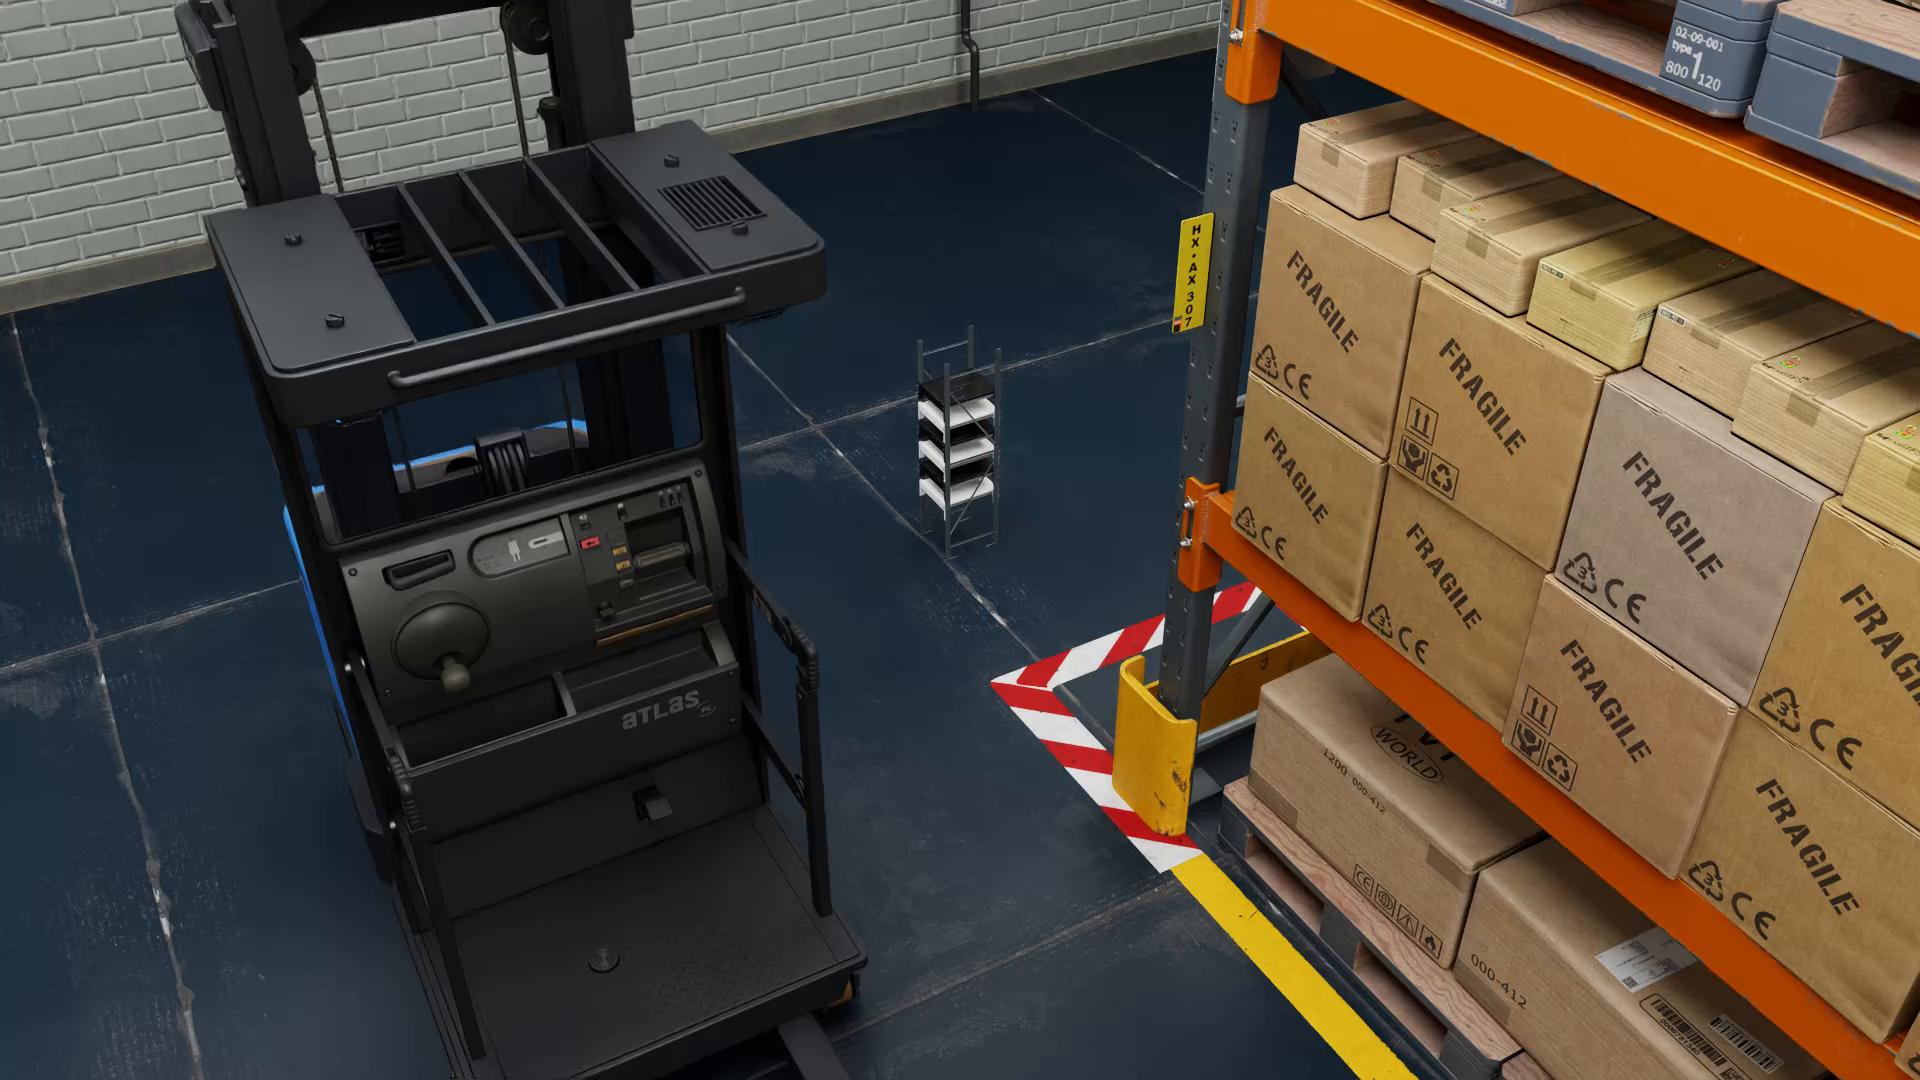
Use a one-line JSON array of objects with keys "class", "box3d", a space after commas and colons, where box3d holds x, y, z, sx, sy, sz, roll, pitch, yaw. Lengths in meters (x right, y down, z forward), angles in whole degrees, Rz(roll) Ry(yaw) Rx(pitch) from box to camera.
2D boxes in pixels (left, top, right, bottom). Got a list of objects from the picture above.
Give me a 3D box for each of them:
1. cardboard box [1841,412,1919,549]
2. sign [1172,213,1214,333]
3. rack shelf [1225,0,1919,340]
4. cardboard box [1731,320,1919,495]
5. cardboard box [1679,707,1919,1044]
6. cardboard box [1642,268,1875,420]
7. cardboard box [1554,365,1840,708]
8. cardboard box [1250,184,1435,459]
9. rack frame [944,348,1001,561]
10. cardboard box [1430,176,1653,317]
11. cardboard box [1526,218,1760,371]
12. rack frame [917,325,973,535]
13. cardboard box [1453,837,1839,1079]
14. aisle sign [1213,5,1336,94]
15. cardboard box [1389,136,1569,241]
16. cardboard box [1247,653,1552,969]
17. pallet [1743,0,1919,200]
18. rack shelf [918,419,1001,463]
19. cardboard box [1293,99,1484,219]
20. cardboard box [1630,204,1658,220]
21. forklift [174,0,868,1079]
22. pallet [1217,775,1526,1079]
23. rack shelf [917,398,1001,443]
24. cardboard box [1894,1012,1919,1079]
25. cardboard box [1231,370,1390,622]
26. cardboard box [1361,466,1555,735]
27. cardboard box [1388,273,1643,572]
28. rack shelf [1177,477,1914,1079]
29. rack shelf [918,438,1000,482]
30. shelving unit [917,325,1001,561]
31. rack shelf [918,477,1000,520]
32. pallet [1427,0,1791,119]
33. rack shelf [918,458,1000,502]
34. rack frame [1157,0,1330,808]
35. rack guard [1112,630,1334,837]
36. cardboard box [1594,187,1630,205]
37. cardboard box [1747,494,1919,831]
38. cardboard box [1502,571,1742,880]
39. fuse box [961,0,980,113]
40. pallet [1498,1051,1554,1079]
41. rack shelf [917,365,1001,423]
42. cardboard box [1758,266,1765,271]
[{"class": "cardboard box", "box3d": [1.774, -0.116, 2.884, 0.380, 0.149, 0.250, -20, 41, -25]}, {"class": "sign", "box3d": [0.610, -0.697, 4.360, 0.100, 0.325, 0.005, -19, 40, -24]}, {"class": "rack shelf", "box3d": [2.097, -0.377, 2.790, 1.077, 0.370, 4.000, -19, 40, -24]}, {"class": "cardboard box", "box3d": [1.671, -0.254, 3.072, 0.380, 0.149, 0.250, -19, 40, -24]}, {"class": "cardboard box", "box3d": [1.870, 0.578, 3.331, 0.500, 0.500, 0.500, -18, 40, -22]}, {"class": "cardboard box", "box3d": [1.582, -0.393, 3.263, 0.380, 0.149, 0.250, -19, 40, -23]}, {"class": "cardboard box", "box3d": [1.619, -0.070, 3.370, 0.500, 0.500, 0.500, -19, 40, -24]}, {"class": "cardboard box", "box3d": [1.088, -0.592, 4.084, 0.500, 0.500, 0.500, -20, 41, -25]}, {"class": "rack frame", "box3d": [0.047, -0.316, 6.419, 0.240, 0.900, 0.006, -19, 40, -24]}, {"class": "cardboard box", "box3d": [1.256, -0.641, 3.601, 0.380, 0.149, 0.250, -18, 40, -23]}, {"class": "cardboard box", "box3d": [1.404, -0.512, 3.425, 0.380, 0.149, 0.250, -20, 41, -25]}, {"class": "rack frame", "box3d": [-0.055, -0.419, 6.561, 0.240, 0.900, 0.006, -19, 40, -24]}, {"class": "cardboard box", "box3d": [1.978, 1.160, 4.435, 0.875, 0.438, 0.875, -18, 40, -23]}, {"class": "aisle sign", "box3d": [0.806, -1.477, 4.025, 0.394, 0.787, 0.004, -19, 40, -24]}, {"class": "cardboard box", "box3d": [1.225, -0.807, 3.829, 0.380, 0.149, 0.250, -18, 40, -23]}, {"class": "cardboard box", "box3d": [1.511, 0.695, 5.071, 0.875, 0.438, 0.875, -20, 41, -25]}, {"class": "pallet", "box3d": [2.091, -0.654, 2.634, 1.003, 0.211, 1.213, -19, 40, -24]}, {"class": "rack shelf", "box3d": [-0.004, -0.413, 6.457, 0.258, 0.077, 0.200, -19, 40, -24]}, {"class": "cardboard box", "box3d": [1.032, -0.920, 3.983, 0.380, 0.149, 0.250, -18, 40, -23]}, {"class": "cardboard box", "box3d": [1.797, -0.830, 3.861, 0.380, 0.149, 0.250, -19, 40, -24]}, {"class": "forklift", "box3d": [-0.951, 0.158, 4.048, 1.130, 2.935, 3.031, -18, 40, -23]}, {"class": "pallet", "box3d": [1.562, 1.034, 5.155, 1.003, 0.211, 1.213, -19, 40, -24]}, {"class": "rack shelf", "box3d": [-0.004, -0.486, 6.404, 0.258, 0.077, 0.200, -19, 40, -24]}, {"class": "cardboard box", "box3d": [2.120, 0.849, 2.959, 0.500, 0.500, 0.500, -20, 40, -25]}, {"class": "cardboard box", "box3d": [1.086, -0.187, 4.378, 0.500, 0.500, 0.500, -19, 40, -24]}, {"class": "cardboard box", "box3d": [1.364, 0.063, 4.036, 0.500, 0.500, 0.500, -19, 40, -25]}, {"class": "cardboard box", "box3d": [1.353, -0.330, 3.726, 0.500, 0.500, 0.500, -20, 41, -25]}, {"class": "rack shelf", "box3d": [2.097, 0.834, 3.675, 1.077, 0.370, 4.000, -19, 40, -24]}, {"class": "rack shelf", "box3d": [-0.004, -0.341, 6.510, 0.258, 0.077, 0.200, -19, 40, -24]}, {"class": "shelving unit", "box3d": [-0.004, -0.368, 6.490, 0.258, 0.900, 0.210, -19, 40, -24]}, {"class": "rack shelf", "box3d": [-0.004, -0.195, 6.616, 0.258, 0.077, 0.200, -19, 40, -24]}, {"class": "pallet", "box3d": [1.474, -1.277, 3.487, 1.003, 0.211, 1.213, -19, 40, -24]}, {"class": "rack shelf", "box3d": [-0.004, -0.268, 6.563, 0.258, 0.077, 0.200, -19, 40, -24]}, {"class": "rack frame", "box3d": [1.093, -0.477, 4.859, 1.000, 3.000, 0.127, -19, 40, -24]}, {"class": "rack guard", "box3d": [1.081, 0.521, 5.613, 1.175, 0.500, 0.348, -19, 40, -24]}, {"class": "cardboard box", "box3d": [1.594, -0.937, 4.007, 0.380, 0.149, 0.250, -18, 40, -23]}, {"class": "cardboard box", "box3d": [1.870, 0.184, 3.022, 0.500, 0.500, 0.500, -19, 40, -24]}, {"class": "cardboard box", "box3d": [1.604, 0.327, 3.674, 0.500, 0.500, 0.500, -19, 40, -24]}, {"class": "fuse box", "box3d": [0.129, -3.373, 9.917, 0.539, 1.711, 0.414, -19, 40, -24]}, {"class": "pallet", "box3d": [2.171, 1.656, 4.304, 1.003, 0.211, 1.213, -19, 40, -24]}, {"class": "rack shelf", "box3d": [-0.004, -0.559, 6.351, 0.258, 0.077, 0.200, -19, 40, -24]}, {"class": "cardboard box", "box3d": [1.888, -0.689, 3.668, 0.380, 0.149, 0.250, -18, 40, -23]}]
